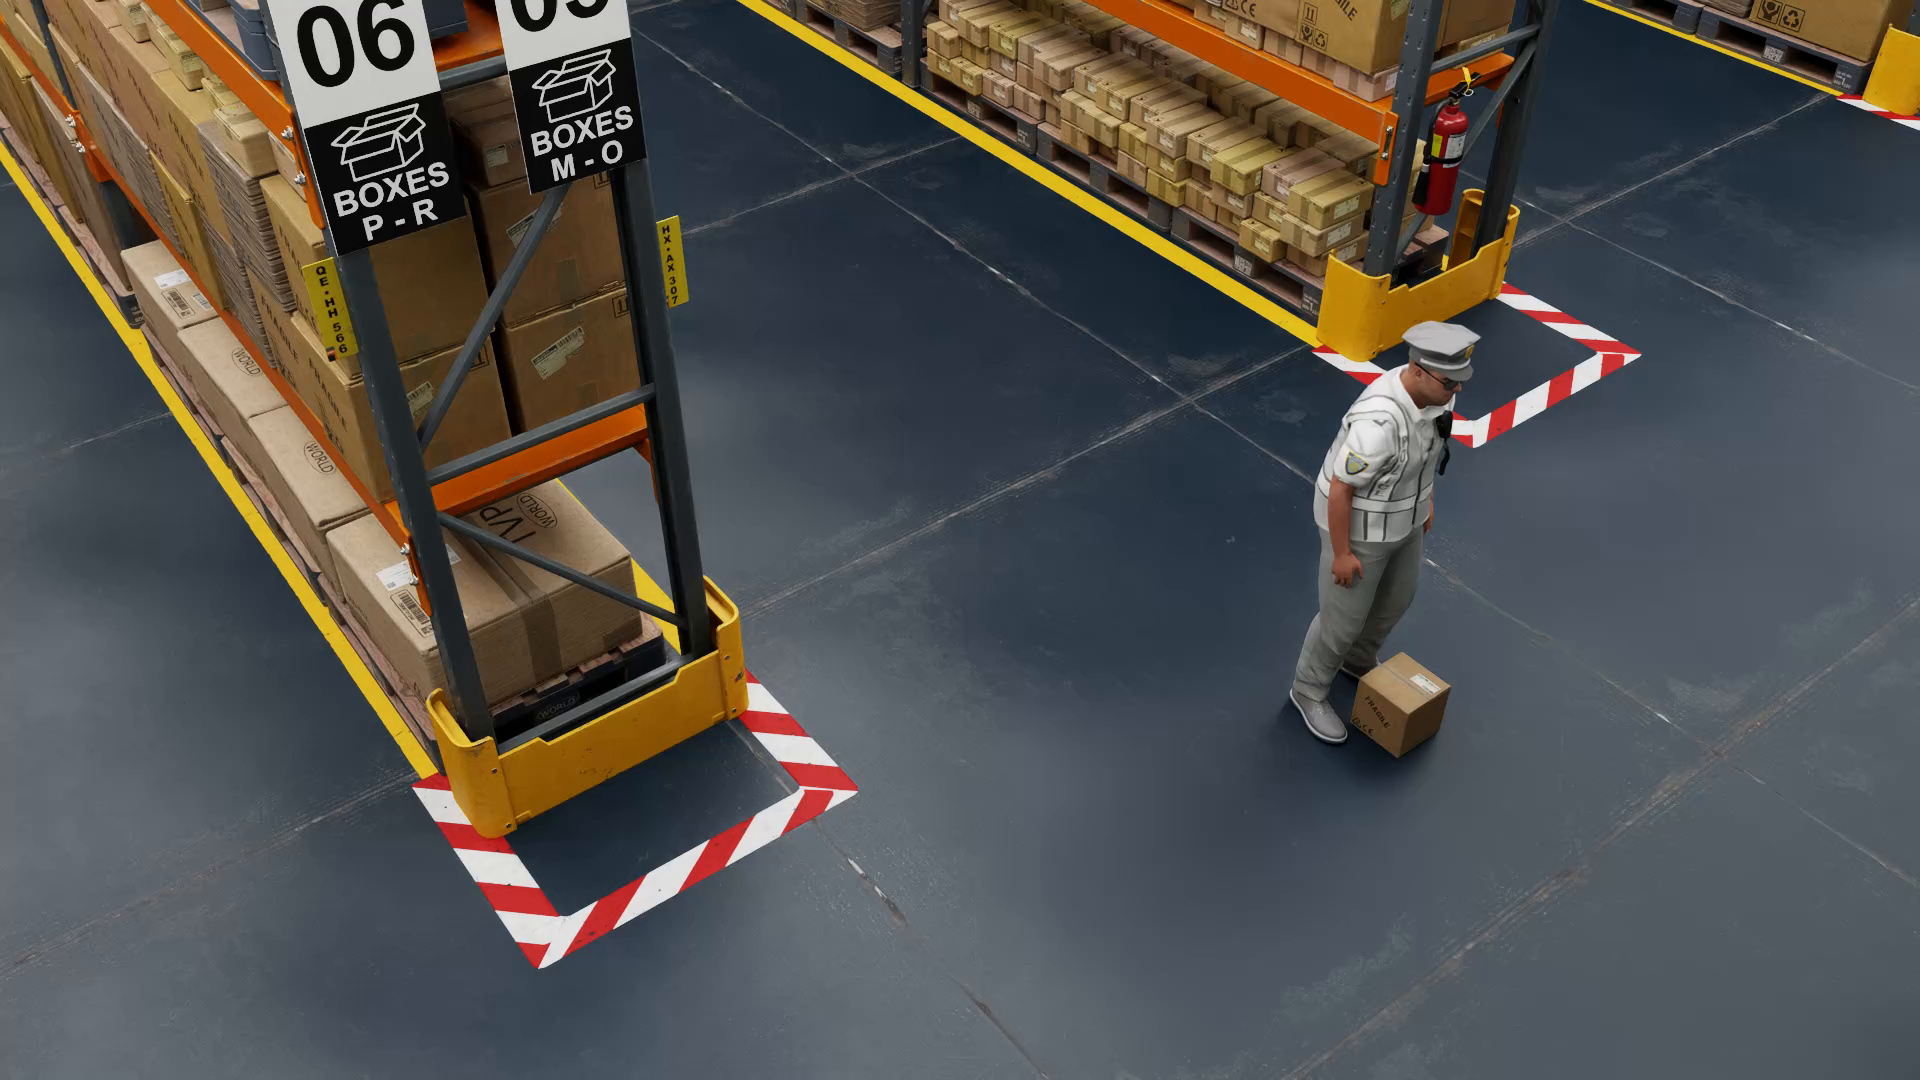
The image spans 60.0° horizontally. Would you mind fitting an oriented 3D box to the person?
[{"bbox_3d":[1.560,-0.067,6.231,0.603,1.747,0.437,-29,48,-30],"label":"person"}]
